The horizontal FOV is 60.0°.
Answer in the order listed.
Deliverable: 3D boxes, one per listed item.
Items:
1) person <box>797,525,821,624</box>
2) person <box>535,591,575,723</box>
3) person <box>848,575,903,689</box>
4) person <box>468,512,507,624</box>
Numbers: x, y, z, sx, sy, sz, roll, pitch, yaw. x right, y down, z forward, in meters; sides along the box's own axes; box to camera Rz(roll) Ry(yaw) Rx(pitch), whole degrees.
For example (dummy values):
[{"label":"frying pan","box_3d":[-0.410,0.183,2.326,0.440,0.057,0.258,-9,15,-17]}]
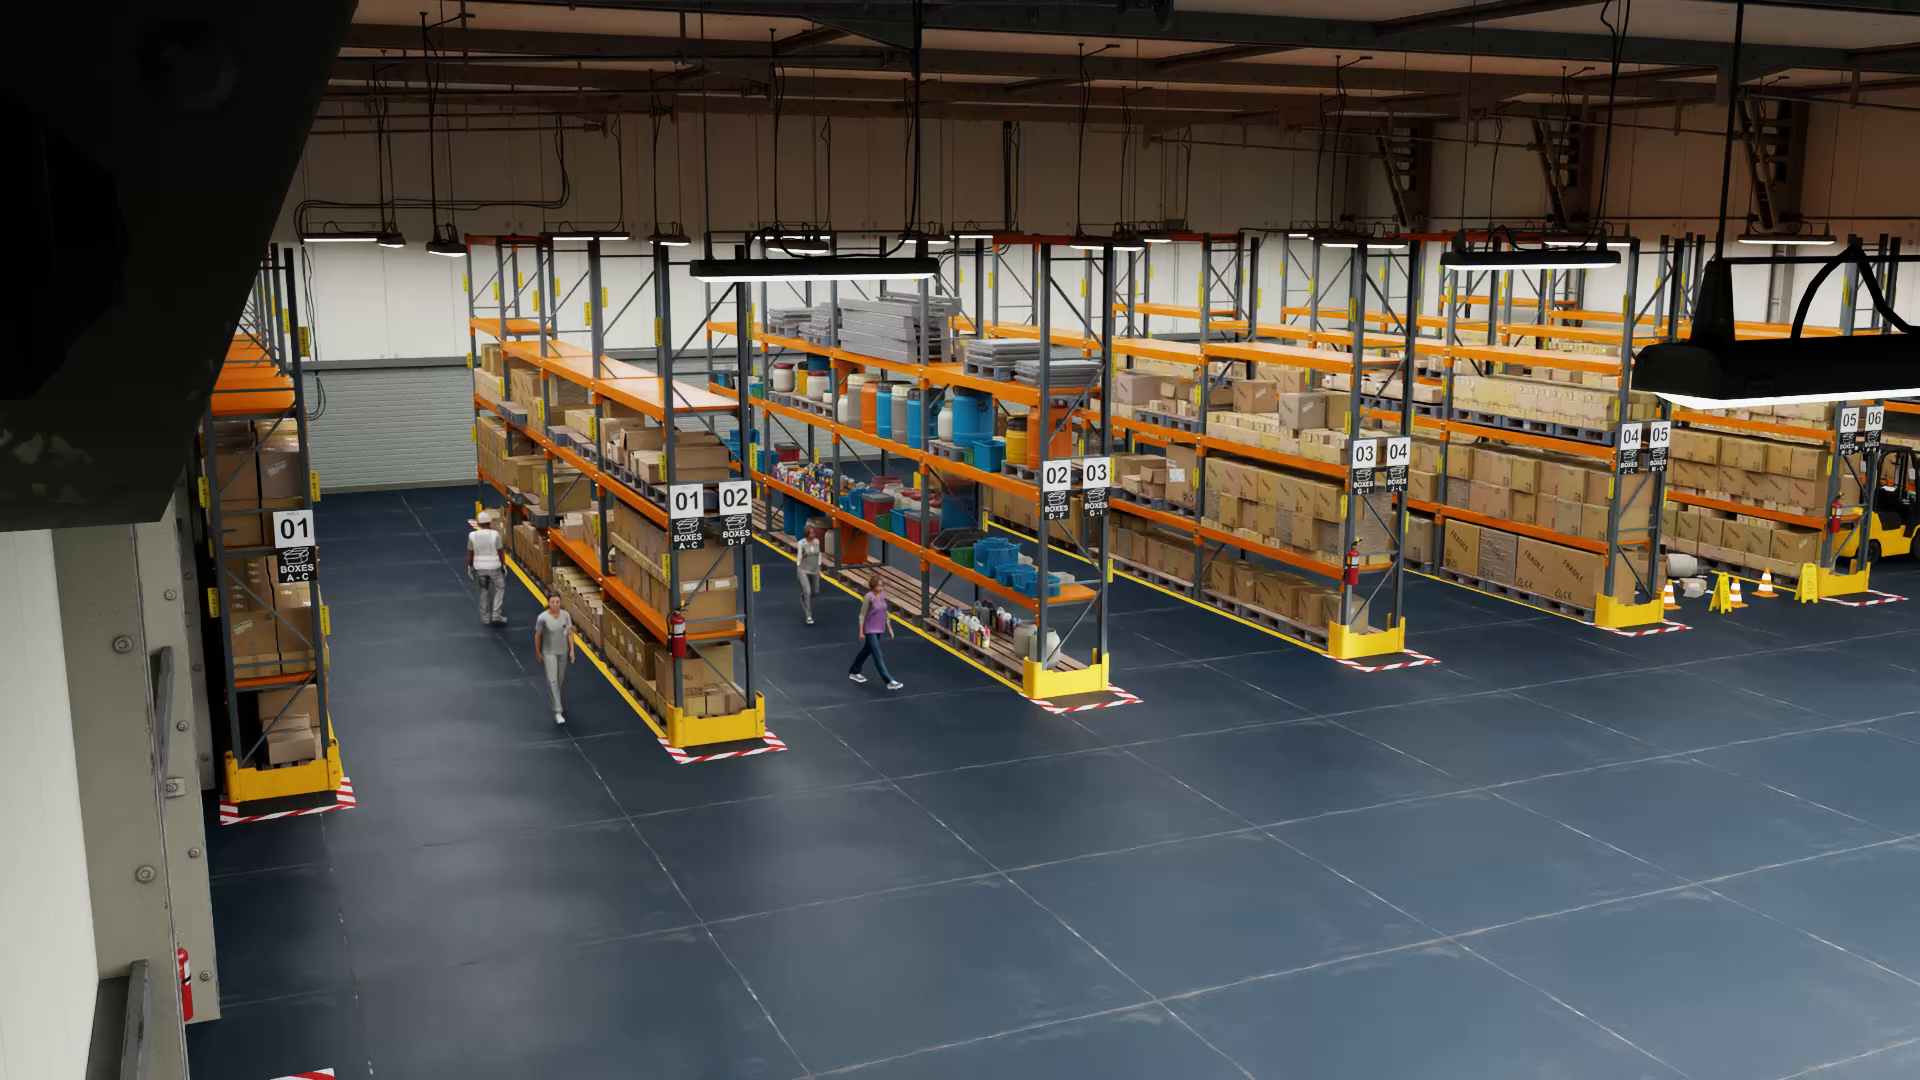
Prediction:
[{"label":"person","box_3d":[-2.420,0.496,26.395,0.421,1.561,0.760,-5,12,-26]},{"label":"person","box_3d":[-5.138,1.454,21.247,0.454,1.620,0.964,-8,14,-37]},{"label":"person","box_3d":[-1.125,1.241,22.579,1.002,1.528,0.436,6,12,28]},{"label":"person","box_3d":[-7.439,0.449,26.165,0.603,1.785,0.517,0,11,-1]}]
